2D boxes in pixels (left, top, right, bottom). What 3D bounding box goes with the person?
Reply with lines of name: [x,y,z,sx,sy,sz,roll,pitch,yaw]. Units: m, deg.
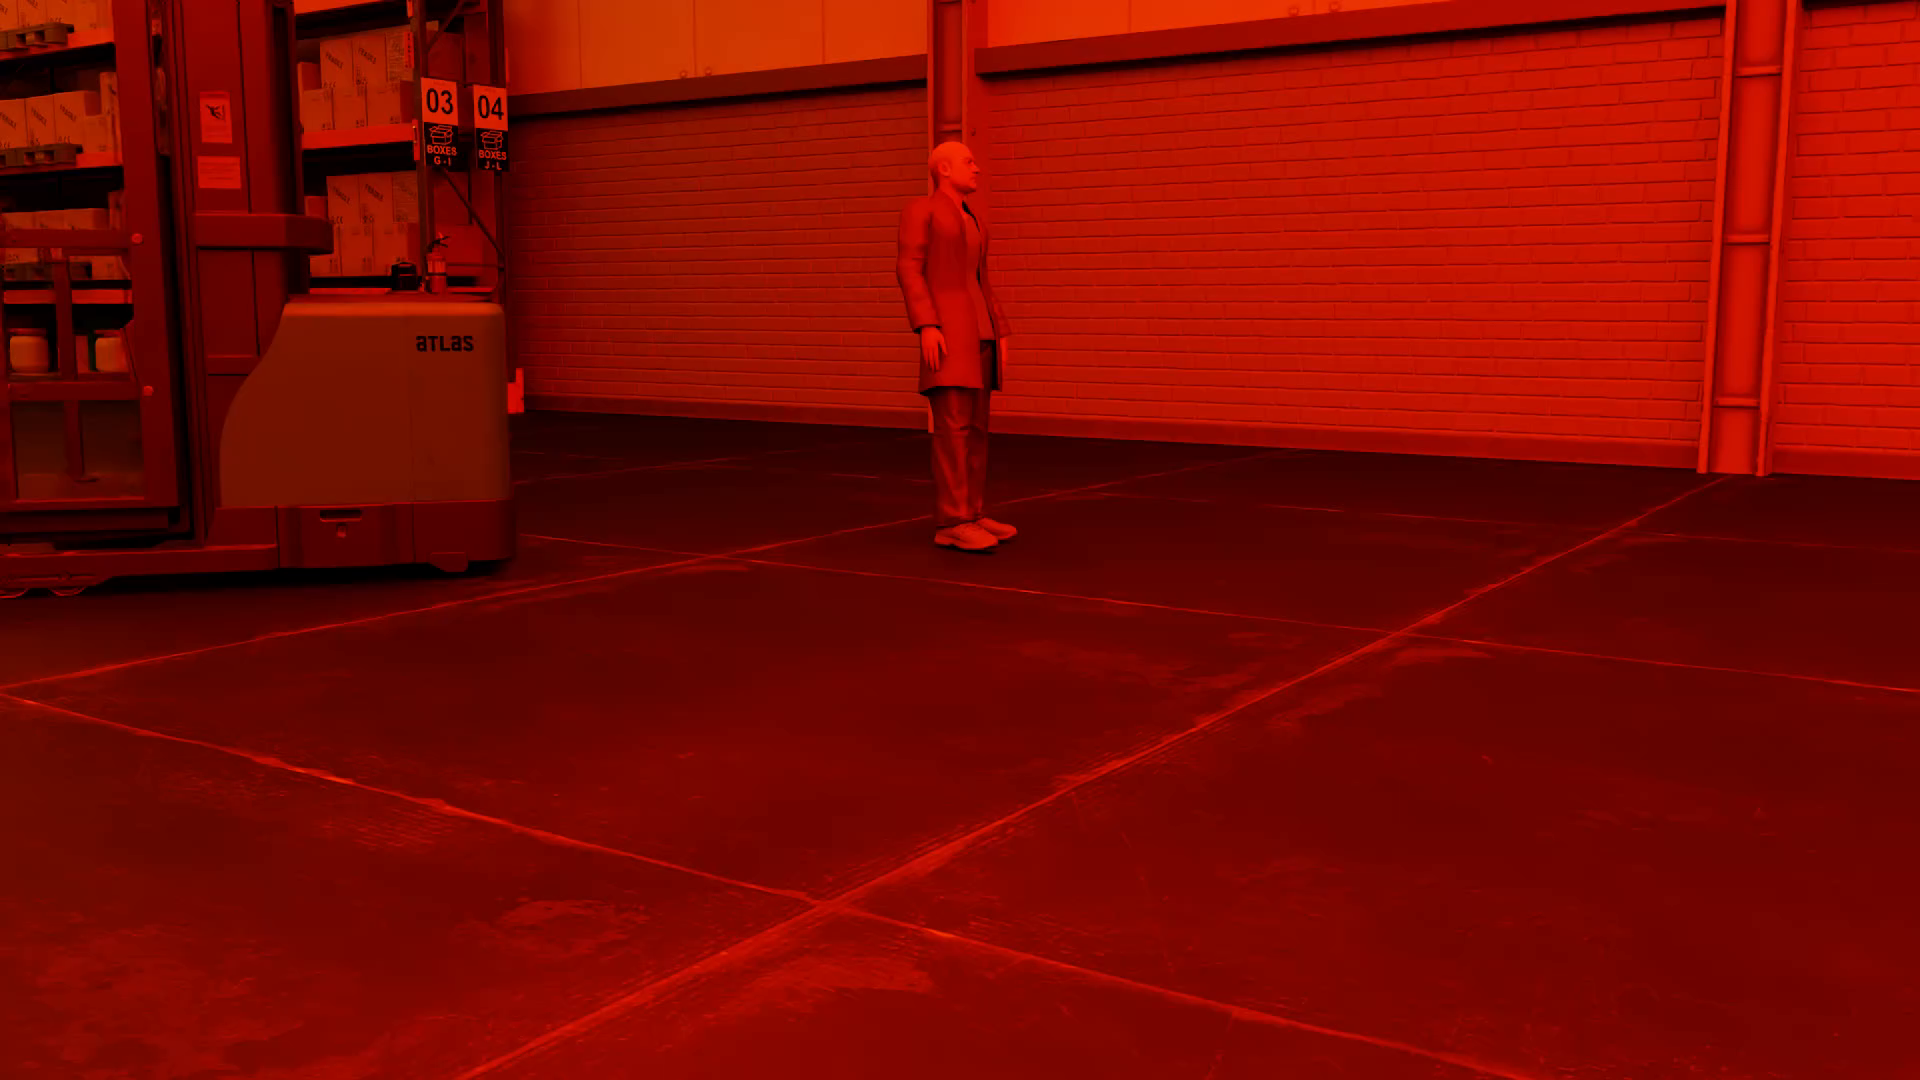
person: [0.074,-0.880,7.423,0.579,1.778,0.696,5,10,34]

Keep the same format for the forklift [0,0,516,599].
forklift: [-3.348,-1.319,6.465,3.031,2.935,1.130,-2,8,-15]
